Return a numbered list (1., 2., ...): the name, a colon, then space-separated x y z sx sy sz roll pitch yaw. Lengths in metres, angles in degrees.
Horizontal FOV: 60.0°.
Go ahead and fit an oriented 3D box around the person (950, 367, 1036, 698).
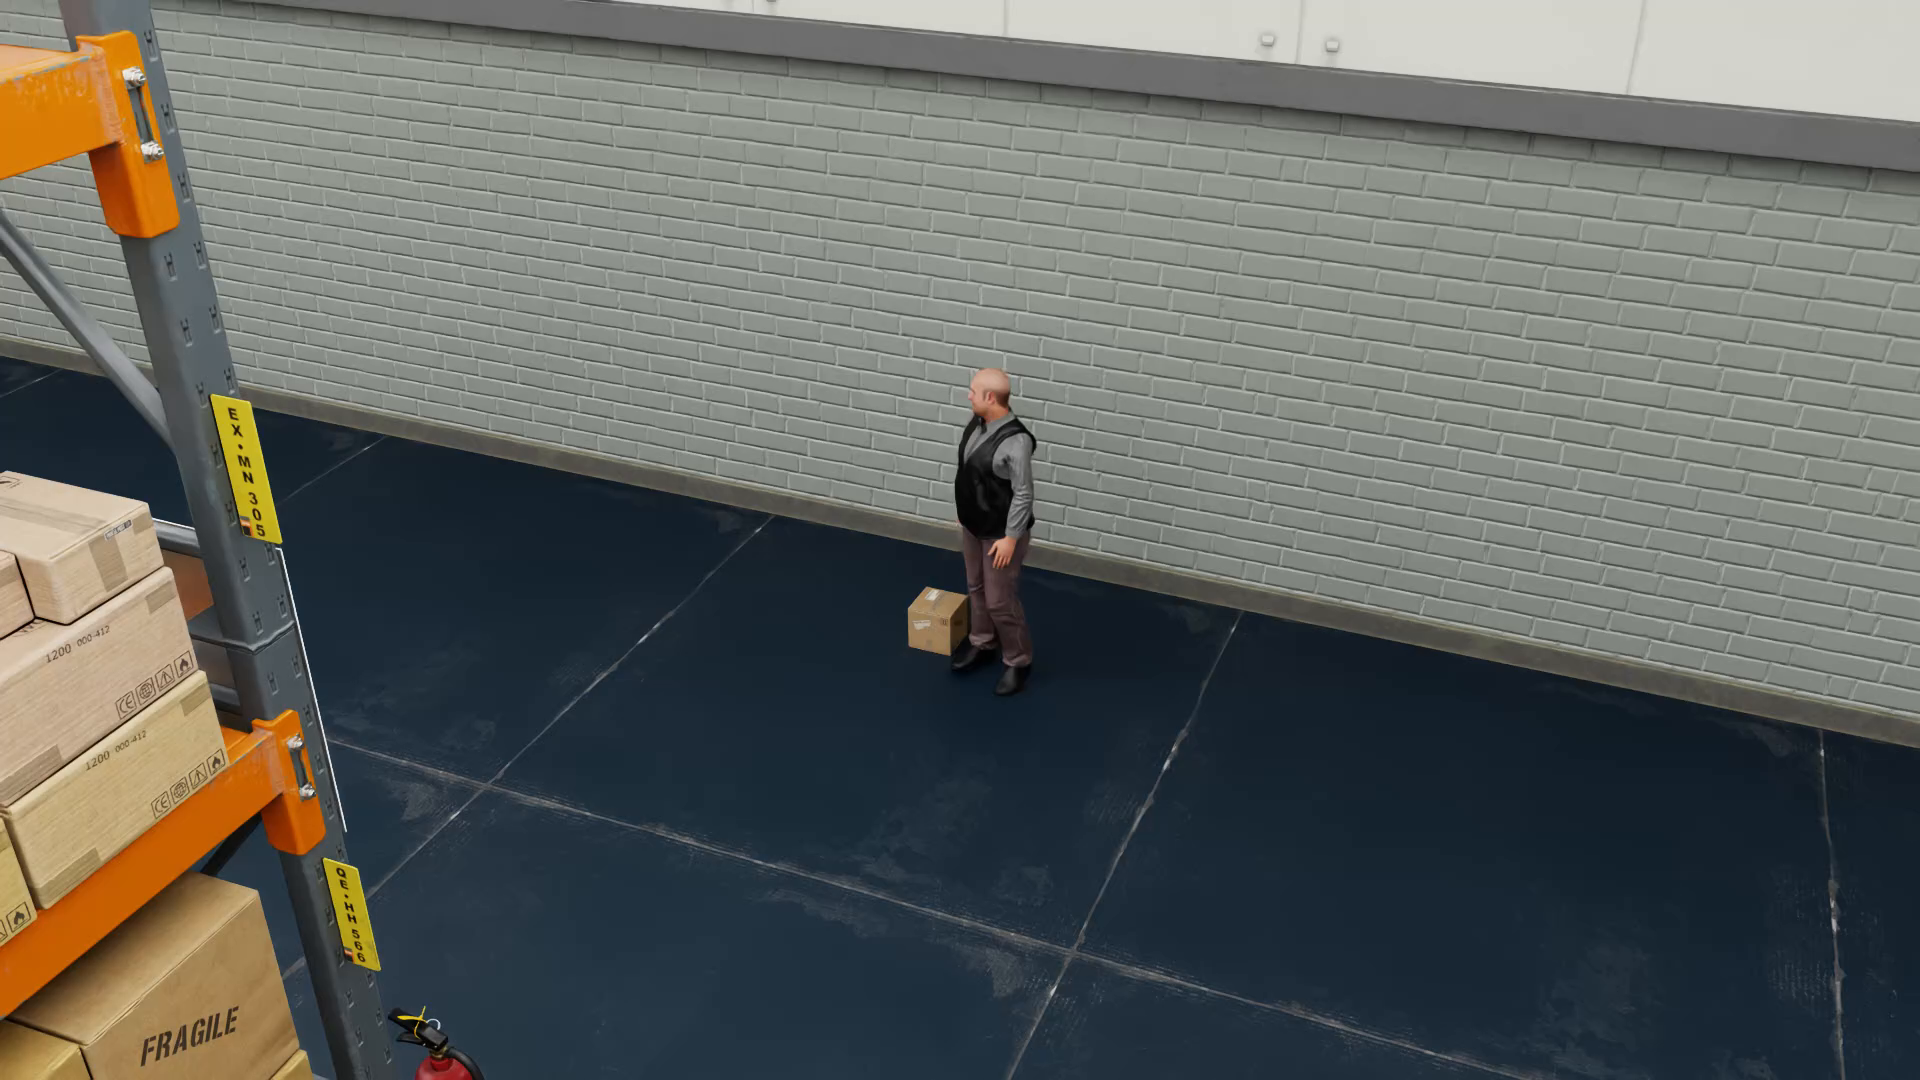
1. person: 0.154 -0.053 8.502 0.397 1.750 0.583 -14 32 -23
